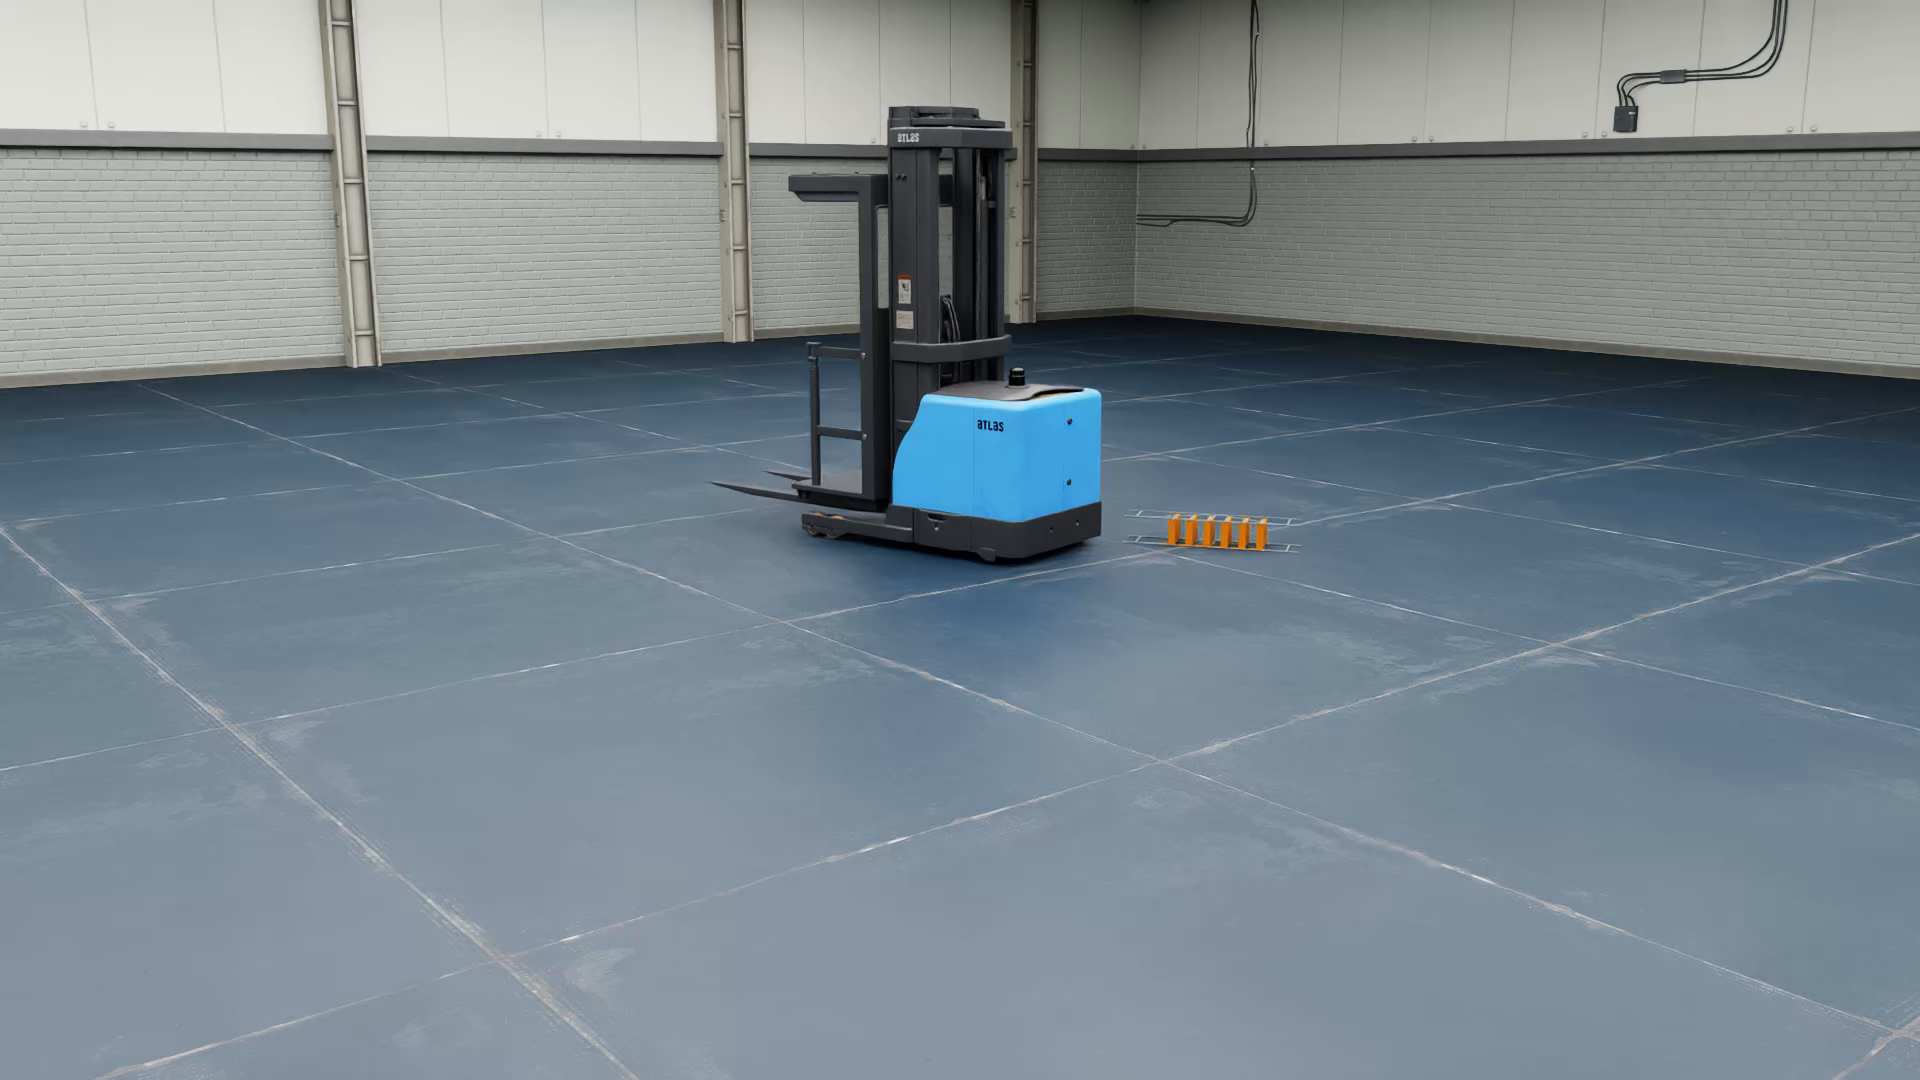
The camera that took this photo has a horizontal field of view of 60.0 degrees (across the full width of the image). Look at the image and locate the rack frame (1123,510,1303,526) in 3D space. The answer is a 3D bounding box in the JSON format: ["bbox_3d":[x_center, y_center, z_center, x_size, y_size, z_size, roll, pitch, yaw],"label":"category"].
[{"bbox_3d":[1.740,-0.153,11.441,1.200,0.006,0.240,4,12,16],"label":"rack frame"}]

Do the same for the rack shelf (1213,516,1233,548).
[{"bbox_3d":[1.812,-0.059,11.439,0.103,0.180,0.258,4,12,16],"label":"rack shelf"}]

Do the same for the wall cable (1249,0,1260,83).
[{"bbox_3d":[5.954,-9.047,27.887,0.112,2.526,3.097,-9,15,-38],"label":"wall cable"}]

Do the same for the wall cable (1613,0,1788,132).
[{"bbox_3d":[10.182,-8.656,22.541,0.169,6.003,2.305,-9,15,-38],"label":"wall cable"}]

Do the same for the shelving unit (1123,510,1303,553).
[{"bbox_3d":[1.740,-0.063,11.460,1.200,0.189,0.258,4,12,16],"label":"shelving unit"}]

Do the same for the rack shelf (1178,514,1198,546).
[{"bbox_3d":[1.582,-0.073,11.505,0.103,0.180,0.258,4,12,16],"label":"rack shelf"}]

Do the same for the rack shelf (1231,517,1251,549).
[{"bbox_3d":[1.927,-0.052,11.405,0.103,0.180,0.258,4,12,16],"label":"rack shelf"}]

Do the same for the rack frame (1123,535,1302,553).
[{"bbox_3d":[1.740,0.026,11.479,1.200,0.006,0.240,4,12,16],"label":"rack frame"}]

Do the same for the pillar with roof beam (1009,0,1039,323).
[{"bbox_3d":[3.827,-7.668,26.077,0.400,9.000,9.100,-9,15,-38],"label":"pillar with roof beam"}]

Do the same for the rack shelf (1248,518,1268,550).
[{"bbox_3d":[2.042,-0.044,11.372,0.103,0.180,0.258,4,12,16],"label":"rack shelf"}]

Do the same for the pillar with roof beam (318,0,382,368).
[{"bbox_3d":[-5.543,-6.111,18.744,0.400,9.000,9.100,-9,15,-38],"label":"pillar with roof beam"}]

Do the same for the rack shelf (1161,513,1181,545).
[{"bbox_3d":[1.467,-0.080,11.539,0.103,0.180,0.258,4,12,16],"label":"rack shelf"}]

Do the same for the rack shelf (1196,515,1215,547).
[{"bbox_3d":[1.697,-0.066,11.472,0.103,0.180,0.258,4,12,16],"label":"rack shelf"}]

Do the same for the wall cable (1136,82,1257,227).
[{"bbox_3d":[4.264,-7.015,30.478,0.112,2.526,3.097,-9,15,-38],"label":"wall cable"}]

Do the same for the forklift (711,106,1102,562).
[{"bbox_3d":[-0.498,-1.515,11.706,3.031,2.935,1.130,9,15,37],"label":"forklift"}]

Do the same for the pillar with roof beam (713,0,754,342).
[{"bbox_3d":[-0.858,-6.890,22.411,0.400,9.000,9.100,-9,15,-38],"label":"pillar with roof beam"}]
